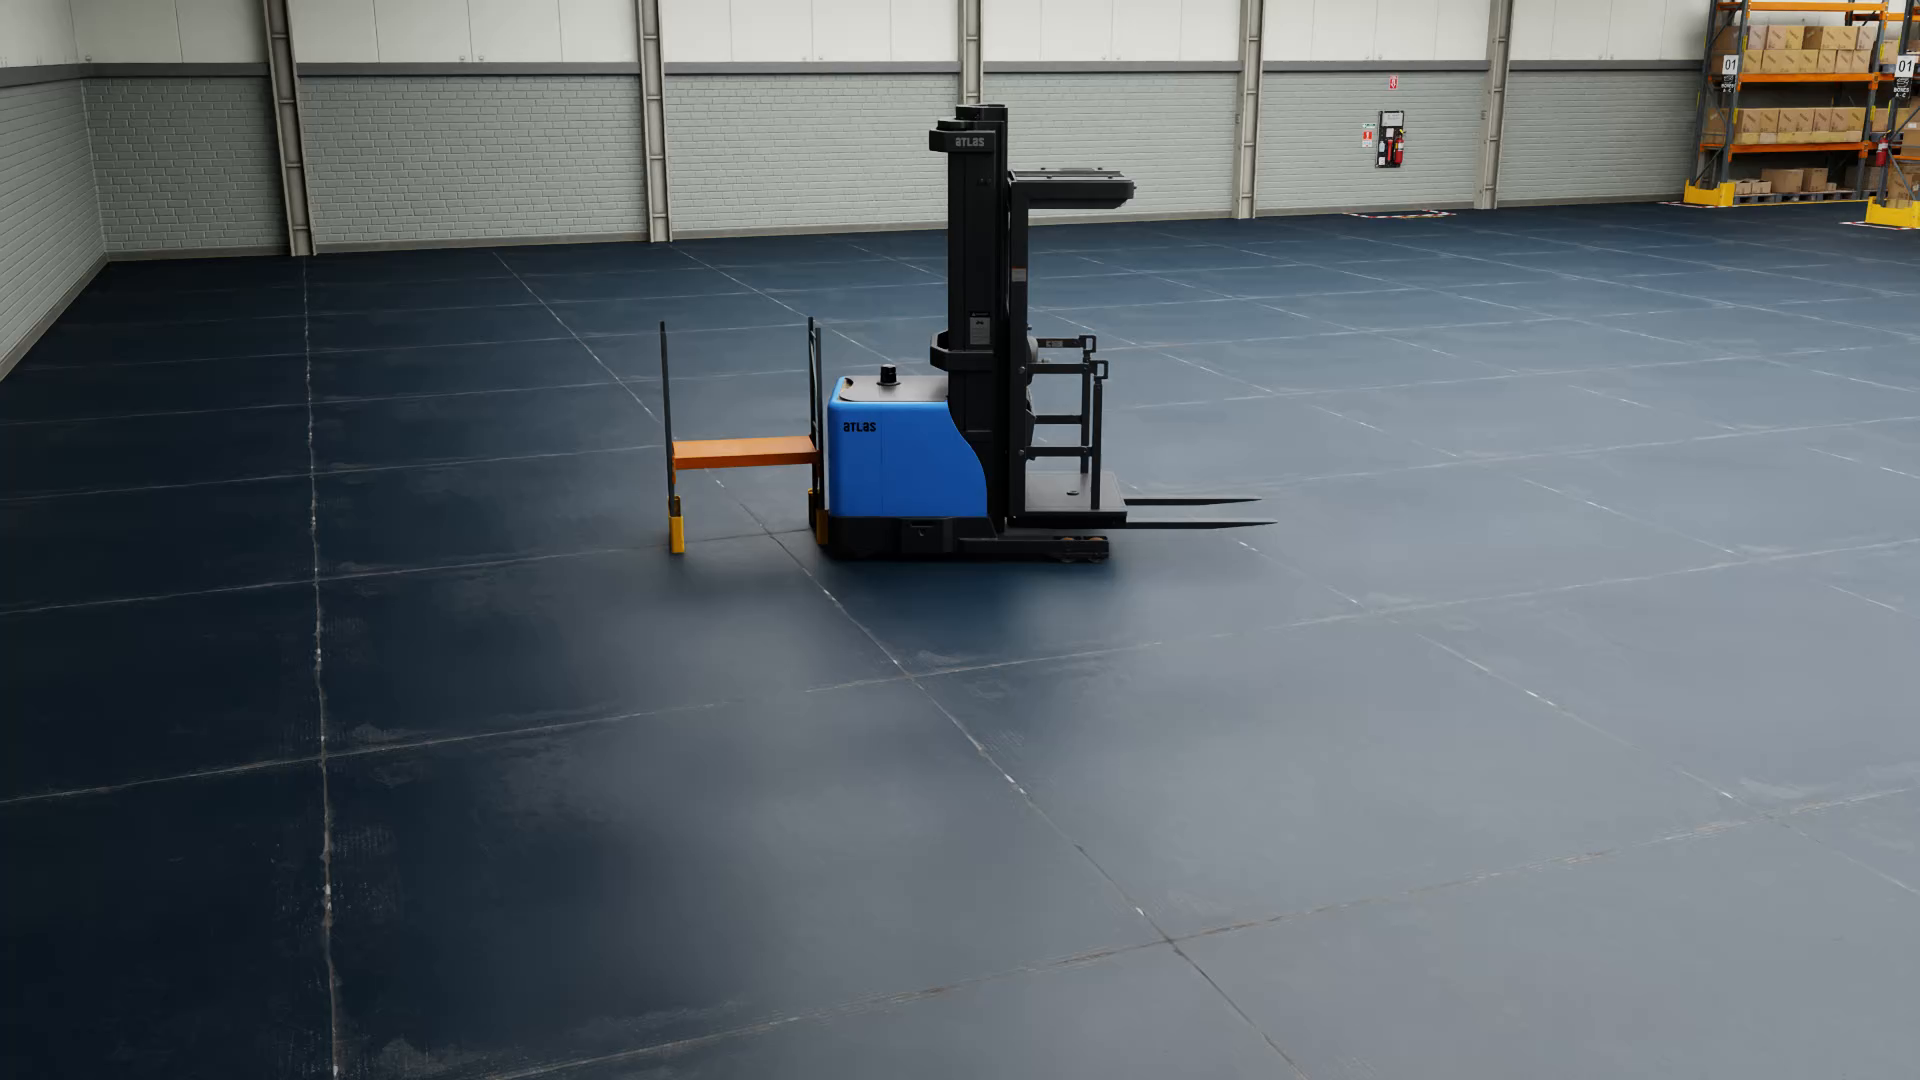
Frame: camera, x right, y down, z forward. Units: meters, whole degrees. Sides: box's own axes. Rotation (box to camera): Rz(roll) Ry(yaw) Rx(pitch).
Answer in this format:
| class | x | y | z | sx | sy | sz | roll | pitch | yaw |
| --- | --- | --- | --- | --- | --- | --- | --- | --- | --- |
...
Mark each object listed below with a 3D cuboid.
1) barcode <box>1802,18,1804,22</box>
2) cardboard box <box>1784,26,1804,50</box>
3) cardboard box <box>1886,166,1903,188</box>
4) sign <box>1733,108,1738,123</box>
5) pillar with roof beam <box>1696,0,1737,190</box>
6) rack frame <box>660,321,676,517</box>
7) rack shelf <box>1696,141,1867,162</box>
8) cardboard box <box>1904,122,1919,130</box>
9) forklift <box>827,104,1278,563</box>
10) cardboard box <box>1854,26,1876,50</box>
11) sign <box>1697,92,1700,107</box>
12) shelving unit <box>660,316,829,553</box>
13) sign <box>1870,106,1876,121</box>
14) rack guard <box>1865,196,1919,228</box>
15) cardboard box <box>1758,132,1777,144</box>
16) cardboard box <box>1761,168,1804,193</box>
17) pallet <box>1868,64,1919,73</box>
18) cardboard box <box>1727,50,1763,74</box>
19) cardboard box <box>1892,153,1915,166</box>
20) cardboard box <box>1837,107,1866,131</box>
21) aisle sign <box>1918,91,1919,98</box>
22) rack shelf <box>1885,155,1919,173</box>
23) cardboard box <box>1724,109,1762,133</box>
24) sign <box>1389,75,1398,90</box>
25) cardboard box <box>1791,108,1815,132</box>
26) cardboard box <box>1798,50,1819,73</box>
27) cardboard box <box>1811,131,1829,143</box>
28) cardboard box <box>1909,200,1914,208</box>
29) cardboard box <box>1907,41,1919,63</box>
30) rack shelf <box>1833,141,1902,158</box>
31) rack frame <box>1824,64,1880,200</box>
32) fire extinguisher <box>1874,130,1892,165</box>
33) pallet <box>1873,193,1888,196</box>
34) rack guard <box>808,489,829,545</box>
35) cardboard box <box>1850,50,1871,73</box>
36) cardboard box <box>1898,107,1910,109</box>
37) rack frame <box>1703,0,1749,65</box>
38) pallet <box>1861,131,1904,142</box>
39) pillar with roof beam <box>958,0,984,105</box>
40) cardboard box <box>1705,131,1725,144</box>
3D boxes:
| class | x | y | z | sx | sy | sz | roll | pitch | yaw |
| --- | --- | --- | --- | --- | --- | --- | --- | --- | --- |
| barcode | 18.944 | -11.680 | 37.354 | 0.075 | 0.075 | 0.001 | -6 | 17 | -20 |
| cardboard box | 18.068 | -10.996 | 36.410 | 0.500 | 0.500 | 0.500 | -6 | 17 | -19 |
| cardboard box | 21.542 | -8.512 | 38.916 | 0.500 | 0.500 | 0.700 | -7 | 18 | -21 |
| sign | 16.855 | -9.226 | 36.155 | 0.005 | 0.325 | 0.100 | -6 | 17 | -20 |
| pillar with roof beam | 18.545 | -10.997 | 33.076 | 0.400 | 9.000 | 9.100 | -6 | 17 | -20 |
| rack frame | -1.992 | -0.712 | 11.362 | 0.032 | 1.500 | 0.500 | -3 | 17 | -11 |
| rack shelf | 18.528 | -8.810 | 37.551 | 4.000 | 0.370 | 1.077 | -6 | 17 | -20 |
| cardboard box | 18.725 | -8.098 | 32.522 | 0.250 | 0.149 | 0.380 | -6 | 18 | -21 |
| forklift | 0.631 | -1.406 | 11.185 | 3.031 | 2.935 | 1.130 | 0 | 16 | 0 |
| cardboard box | 20.025 | -11.211 | 37.141 | 0.500 | 0.500 | 0.500 | -8 | 18 | -25 |
| sign | 16.481 | -9.808 | 37.059 | 0.005 | 0.325 | 0.100 | -6 | 17 | -20 |
| shelving unit | -1.484 | -0.741 | 11.458 | 1.083 | 1.500 | 0.587 | -3 | 17 | -11 |
| sign | 20.597 | -9.630 | 37.531 | 0.005 | 0.325 | 0.100 | -6 | 17 | -20 |
| rack guard | 18.414 | -6.448 | 32.670 | 0.348 | 0.500 | 1.175 | -6 | 17 | -20 |
| cardboard box | 17.710 | -8.913 | 36.855 | 0.500 | 0.250 | 0.500 | -7 | 18 | -22 |
| cardboard box | 18.574 | -8.129 | 37.613 | 0.500 | 0.500 | 0.700 | -7 | 18 | -24 |
| pallet | 21.010 | -10.740 | 37.856 | 1.003 | 0.211 | 1.213 | -6 | 17 | -20 |
| cardboard box | 17.062 | -10.418 | 36.214 | 0.500 | 0.500 | 0.500 | -6 | 17 | -19 |
| cardboard box | 21.972 | -8.905 | 38.925 | 0.500 | 0.250 | 0.500 | -7 | 18 | -22 |
| cardboard box | 20.065 | -9.525 | 37.609 | 0.500 | 0.500 | 0.500 | -6 | 17 | -20 |
| aisle sign | 18.485 | -8.810 | 31.662 | 0.004 | 0.787 | 0.394 | -6 | 17 | -20 |
| rack shelf | 20.304 | -7.507 | 33.114 | 4.000 | 0.370 | 1.077 | -6 | 17 | -20 |
| cardboard box | 17.214 | -9.220 | 36.570 | 0.500 | 0.500 | 0.500 | -6 | 17 | -20 |
| sign | 9.038 | -9.545 | 34.664 | 0.199 | 0.298 | 0.001 | -6 | 17 | -20 |
| cardboard box | 18.642 | -9.372 | 37.090 | 0.500 | 0.500 | 0.500 | -6 | 17 | -18 |
| cardboard box | 18.553 | -10.576 | 36.751 | 0.500 | 0.500 | 0.500 | -5 | 17 | -17 |
| cardboard box | 19.130 | -9.064 | 37.370 | 0.500 | 0.250 | 0.500 | -6 | 17 | -20 |
| cardboard box | 19.017 | -6.528 | 32.639 | 0.500 | 0.250 | 0.500 | -6 | 17 | -20 |
| cardboard box | 22.087 | -11.204 | 38.180 | 0.500 | 0.500 | 0.500 | -7 | 18 | -22 |
| rack shelf | 22.263 | -9.213 | 38.924 | 4.000 | 0.370 | 1.077 | -6 | 17 | -20 |
| rack frame | 20.396 | -9.356 | 38.136 | 0.127 | 3.000 | 1.000 | -6 | 17 | -20 |
| fire extinguisher | 18.160 | -7.723 | 32.712 | 0.183 | 0.674 | 0.296 | -6 | 17 | -20 |
| pallet | 22.263 | -8.221 | 39.220 | 1.213 | 0.211 | 1.003 | -6 | 17 | -20 |
| rack guard | -0.996 | -0.168 | 11.727 | 0.087 | 0.250 | 0.587 | -3 | 17 | -11 |
| cardboard box | 20.010 | -10.737 | 37.301 | 0.500 | 0.500 | 0.500 | -6 | 17 | -19 |
| cardboard box | 22.011 | -9.787 | 38.644 | 0.500 | 0.500 | 0.700 | -4 | 17 | -12 |
| rack frame | 16.661 | -11.832 | 35.918 | 0.127 | 3.000 | 1.000 | -6 | 17 | -20 |
| pallet | 21.162 | -9.303 | 38.295 | 1.213 | 0.211 | 1.003 | -6 | 17 | -20 |
| pillar with roof beam | 1.737 | -9.182 | 26.896 | 0.400 | 9.000 | 9.100 | -6 | 17 | -20 |
| cardboard box | 17.028 | -8.989 | 37.115 | 0.500 | 0.250 | 0.500 | -6 | 17 | -19 |
